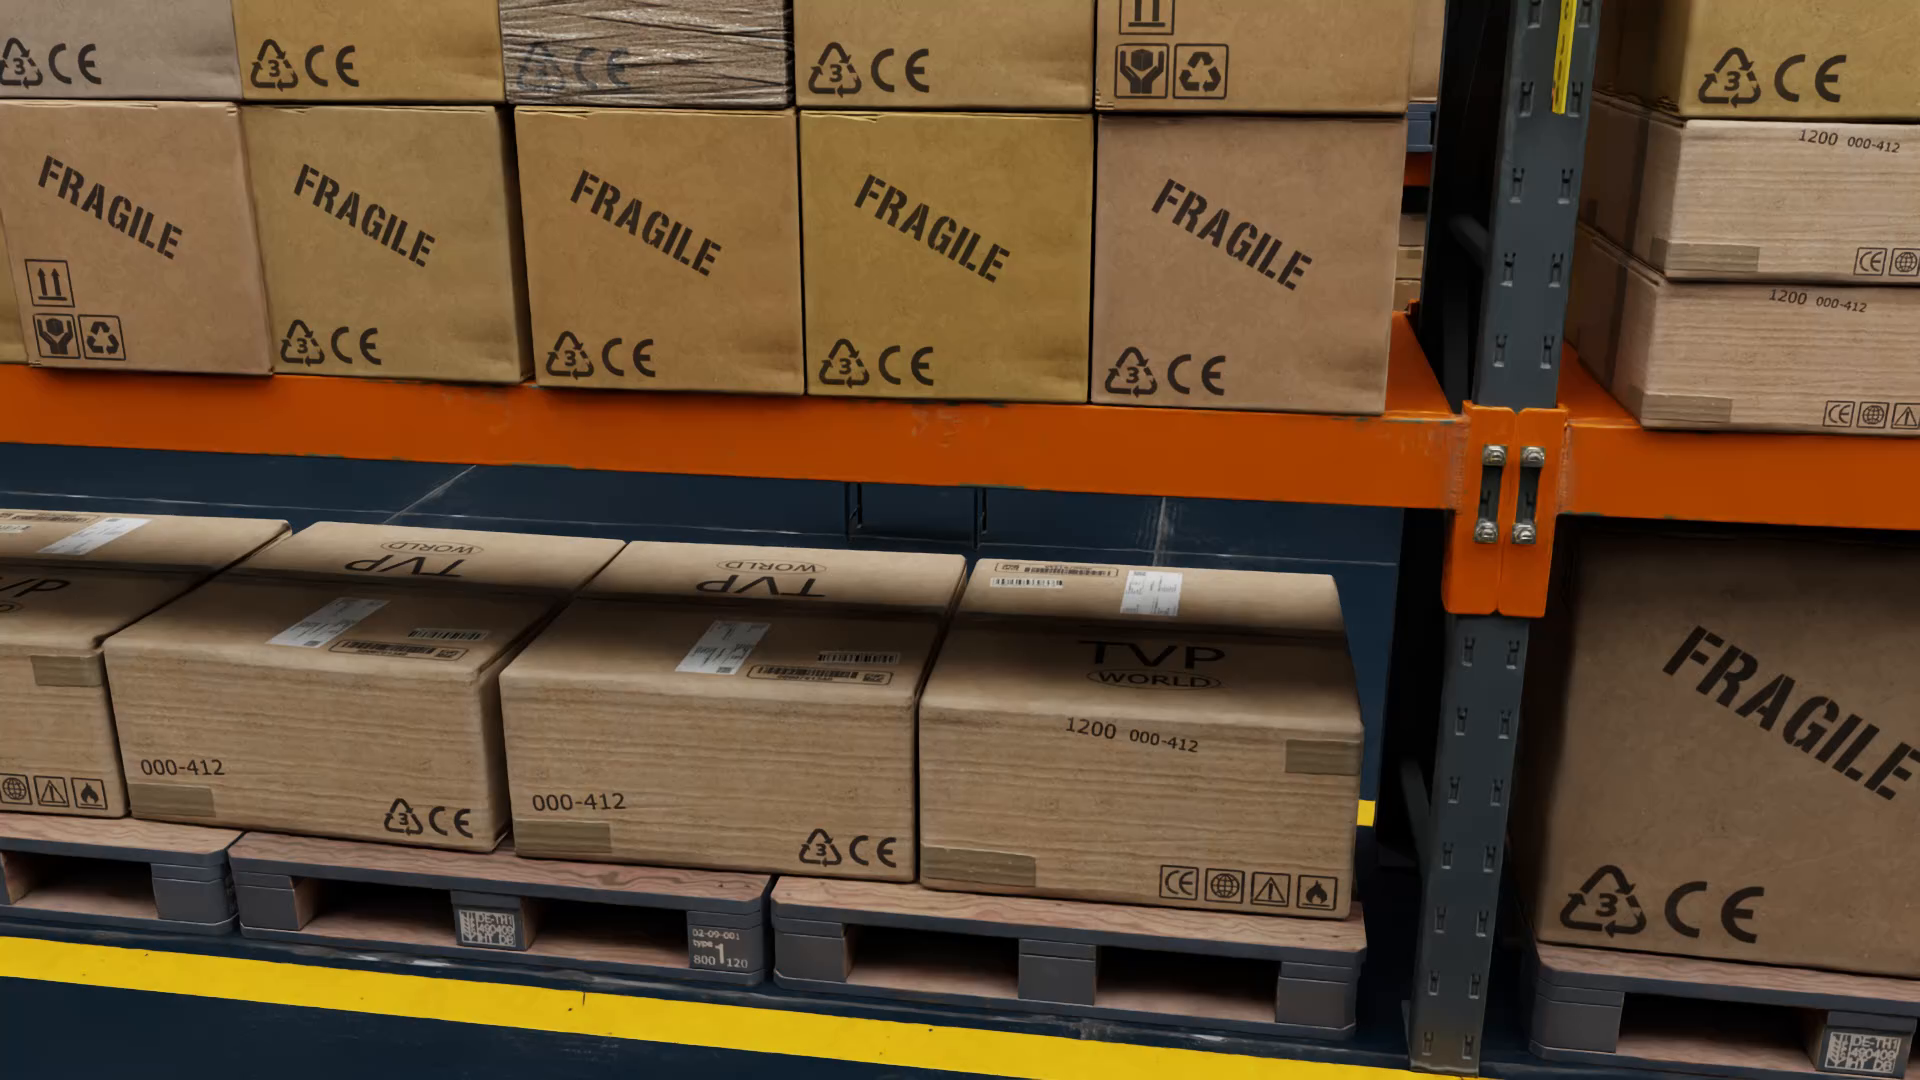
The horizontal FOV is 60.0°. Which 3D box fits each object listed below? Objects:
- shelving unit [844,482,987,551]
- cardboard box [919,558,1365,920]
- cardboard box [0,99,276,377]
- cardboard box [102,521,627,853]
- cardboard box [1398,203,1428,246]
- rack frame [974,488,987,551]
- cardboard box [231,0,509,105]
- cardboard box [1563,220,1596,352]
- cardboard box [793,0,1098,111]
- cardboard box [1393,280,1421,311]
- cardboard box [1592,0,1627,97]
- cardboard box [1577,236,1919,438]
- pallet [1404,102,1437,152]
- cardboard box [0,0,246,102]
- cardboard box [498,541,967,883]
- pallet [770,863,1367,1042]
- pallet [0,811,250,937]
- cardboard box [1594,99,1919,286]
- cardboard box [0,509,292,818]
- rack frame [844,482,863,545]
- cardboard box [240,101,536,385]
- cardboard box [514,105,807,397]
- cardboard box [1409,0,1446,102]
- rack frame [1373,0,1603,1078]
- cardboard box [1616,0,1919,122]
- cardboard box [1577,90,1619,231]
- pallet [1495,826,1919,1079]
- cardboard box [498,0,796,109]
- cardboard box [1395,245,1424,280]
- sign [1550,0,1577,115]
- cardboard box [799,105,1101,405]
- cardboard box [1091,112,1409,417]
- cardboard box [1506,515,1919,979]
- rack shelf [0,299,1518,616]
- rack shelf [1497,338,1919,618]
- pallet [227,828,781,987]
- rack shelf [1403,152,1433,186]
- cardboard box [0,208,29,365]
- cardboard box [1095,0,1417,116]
[{"bbox_3d":[-0.163,-0.577,6.138,0.503,1.200,0.258,3,19,9],"label":"shelving unit"},{"bbox_3d":[0.412,0.406,3.739,0.875,0.438,0.875,3,19,8],"label":"cardboard box"},{"bbox_3d":[-1.503,-0.632,3.306,0.500,0.500,0.500,3,19,8],"label":"cardboard box"},{"bbox_3d":[-1.362,0.315,4.011,0.875,0.438,0.875,3,19,10],"label":"cardboard box"},{"bbox_3d":[2.120,-1.480,7.786,0.250,0.149,0.380,3,19,8],"label":"cardboard box"},{"bbox_3d":[0.077,-0.565,6.101,0.015,1.200,0.240,3,19,9],"label":"rack frame"},{"bbox_3d":[-0.992,-1.082,3.077,0.500,0.500,0.500,3,19,9],"label":"cardboard box"},{"bbox_3d":[1.498,-0.530,3.397,0.500,0.250,0.500,2,19,7],"label":"cardboard box"},{"bbox_3d":[0.005,-1.032,2.926,0.500,0.500,0.500,3,19,8],"label":"cardboard box"},{"bbox_3d":[2.240,-1.019,7.899,0.500,0.500,0.500,4,19,11],"label":"cardboard box"},{"bbox_3d":[1.496,-1.123,3.198,0.500,0.500,0.500,4,19,10],"label":"cardboard box"},{"bbox_3d":[1.407,-0.369,2.915,0.500,0.250,0.500,2,19,7],"label":"cardboard box"},{"bbox_3d":[2.570,-1.935,7.661,1.213,0.211,1.003,3,19,9],"label":"pallet"},{"bbox_3d":[-1.485,-1.107,3.151,0.500,0.500,0.500,3,19,8],"label":"cardboard box"},{"bbox_3d":[-0.472,0.361,3.873,0.875,0.438,0.875,2,19,7],"label":"cardboard box"},{"bbox_3d":[0.276,0.715,3.835,1.213,0.211,1.003,3,19,9],"label":"pallet"},{"bbox_3d":[-2.133,0.592,4.202,1.213,0.211,1.003,3,19,9],"label":"pallet"},{"bbox_3d":[1.404,-0.600,2.819,0.500,0.250,0.500,2,19,7],"label":"cardboard box"},{"bbox_3d":[-2.267,0.272,4.140,0.875,0.438,0.875,2,19,7],"label":"cardboard box"},{"bbox_3d":[-0.404,-0.590,6.174,0.015,1.200,0.240,3,19,9],"label":"rack frame"},{"bbox_3d":[-1.006,-0.612,3.246,0.500,0.500,0.500,4,19,10],"label":"cardboard box"},{"bbox_3d":[-0.491,-0.581,3.153,0.500,0.500,0.500,3,19,8],"label":"cardboard box"},{"bbox_3d":[2.241,-2.252,7.488,0.500,0.500,0.700,3,19,10],"label":"cardboard box"},{"bbox_3d":[1.015,-0.545,3.204,0.127,3.000,1.000,3,19,9],"label":"rack frame"},{"bbox_3d":[1.404,-0.954,2.695,0.500,0.500,0.500,3,19,9],"label":"cardboard box"},{"bbox_3d":[1.489,-0.765,3.310,0.500,0.250,0.500,3,19,9],"label":"cardboard box"},{"bbox_3d":[1.789,0.793,3.601,1.213,0.211,1.003,3,19,9],"label":"pallet"},{"bbox_3d":[-0.499,-1.055,2.994,0.500,0.500,0.500,3,19,9],"label":"cardboard box"},{"bbox_3d":[2.110,-1.320,7.777,0.250,0.149,0.380,4,19,11],"label":"cardboard box"},{"bbox_3d":[0.928,-0.819,2.535,0.005,0.325,0.100,3,19,9],"label":"sign"},{"bbox_3d":[0.007,-0.560,3.091,0.500,0.500,0.500,2,19,7],"label":"cardboard box"},{"bbox_3d":[0.516,-0.536,3.019,0.500,0.500,0.500,3,19,9],"label":"cardboard box"},{"bbox_3d":[1.640,0.270,3.457,0.875,0.875,0.875,4,19,10],"label":"cardboard box"},{"bbox_3d":[-0.960,-0.304,3.619,4.000,0.370,1.077,3,19,9],"label":"rack shelf"},{"bbox_3d":[2.989,-0.103,3.018,4.000,0.370,1.077,3,19,9],"label":"rack shelf"},{"bbox_3d":[-0.932,0.654,4.016,1.213,0.211,1.003,3,19,9],"label":"pallet"},{"bbox_3d":[3.773,-1.658,7.666,4.000,0.370,1.077,3,19,9],"label":"rack shelf"},{"bbox_3d":[-2.002,-0.663,3.399,0.500,0.500,0.500,3,19,8],"label":"cardboard box"},{"bbox_3d":[0.505,-1.004,2.842,0.500,0.500,0.500,3,19,8],"label":"cardboard box"}]
